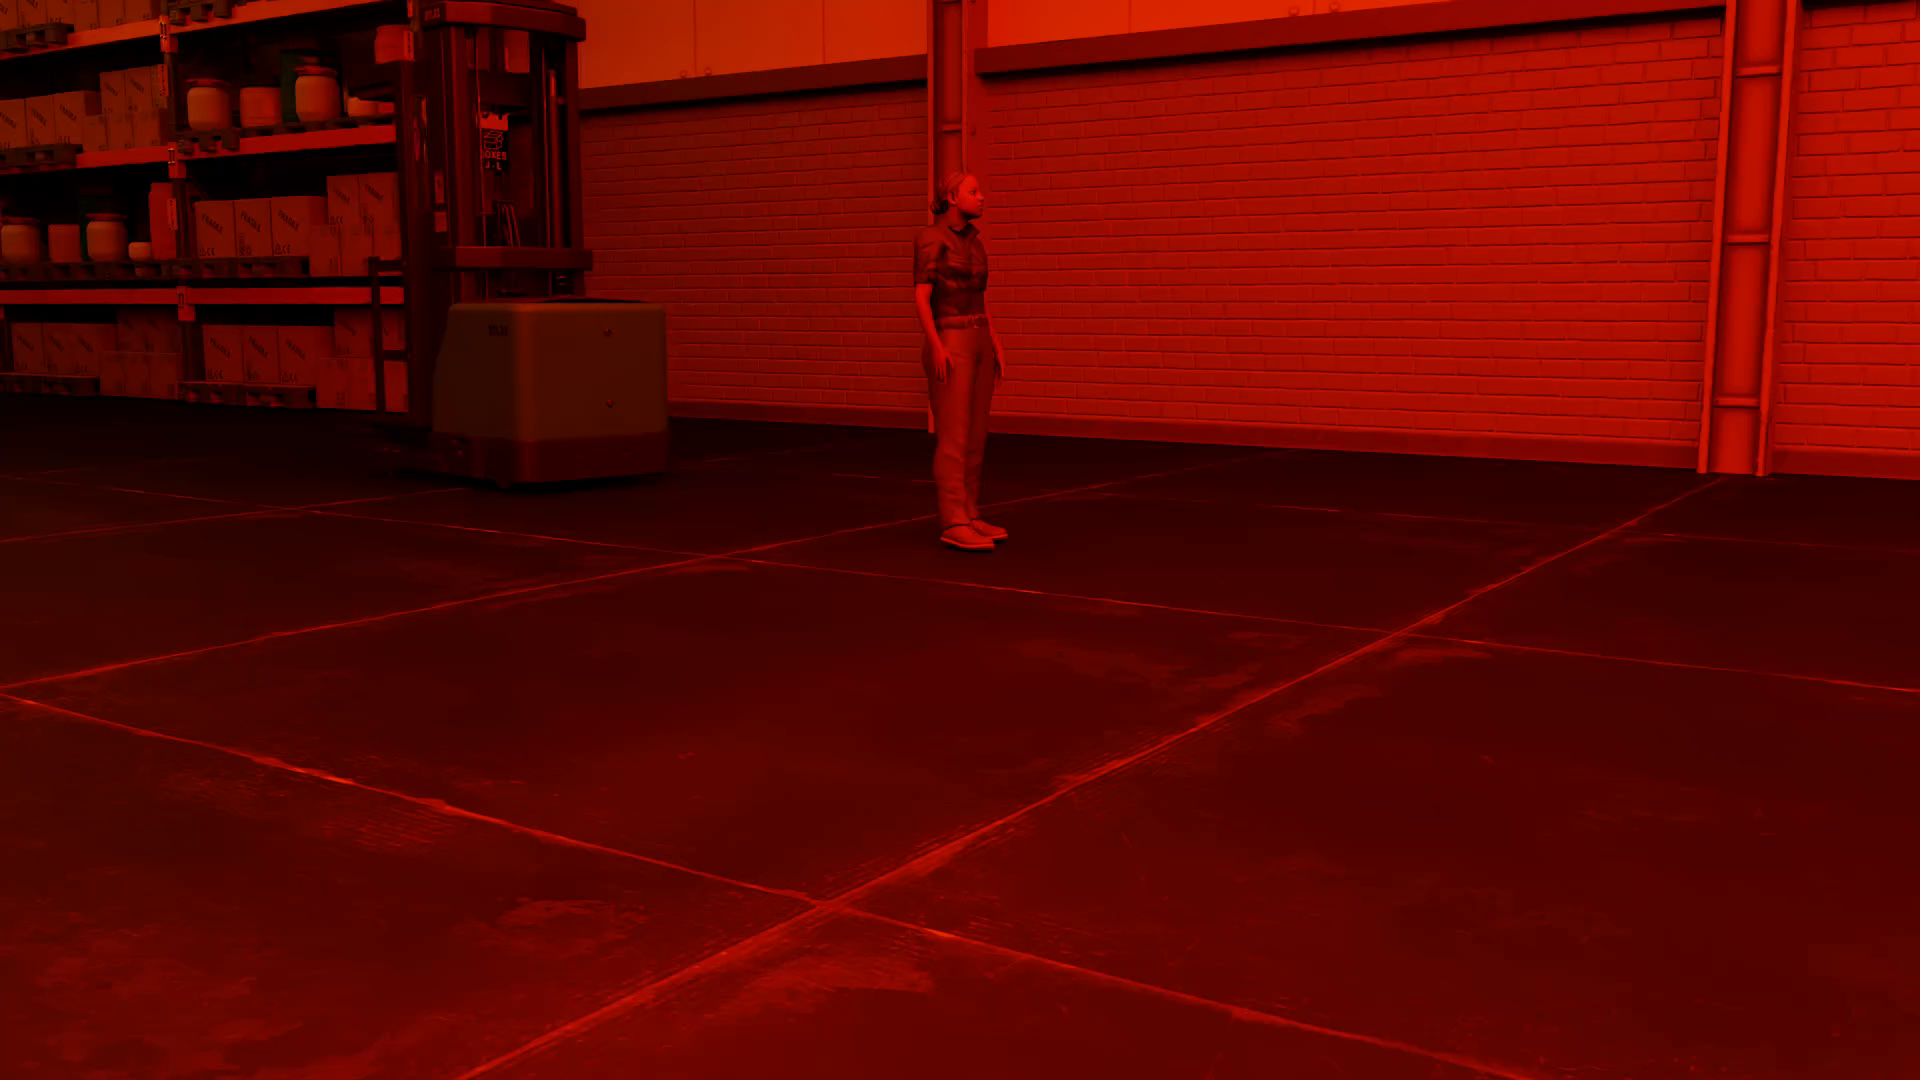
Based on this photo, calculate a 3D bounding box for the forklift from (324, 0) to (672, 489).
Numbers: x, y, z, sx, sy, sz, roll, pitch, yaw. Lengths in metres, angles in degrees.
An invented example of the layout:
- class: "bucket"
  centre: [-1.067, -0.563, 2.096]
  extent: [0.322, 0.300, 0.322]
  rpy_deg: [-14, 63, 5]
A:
- class: "forklift"
  centre: [-3.121, -1.896, 10.523]
  extent: [1.130, 2.935, 3.031]
  rpy_deg: [-8, 11, -44]

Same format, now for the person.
- class: "person"
  centre: [0.061, -0.817, 7.421]
  extent: [0.504, 1.654, 0.569]
  rpy_deg: [5, 10, 34]
